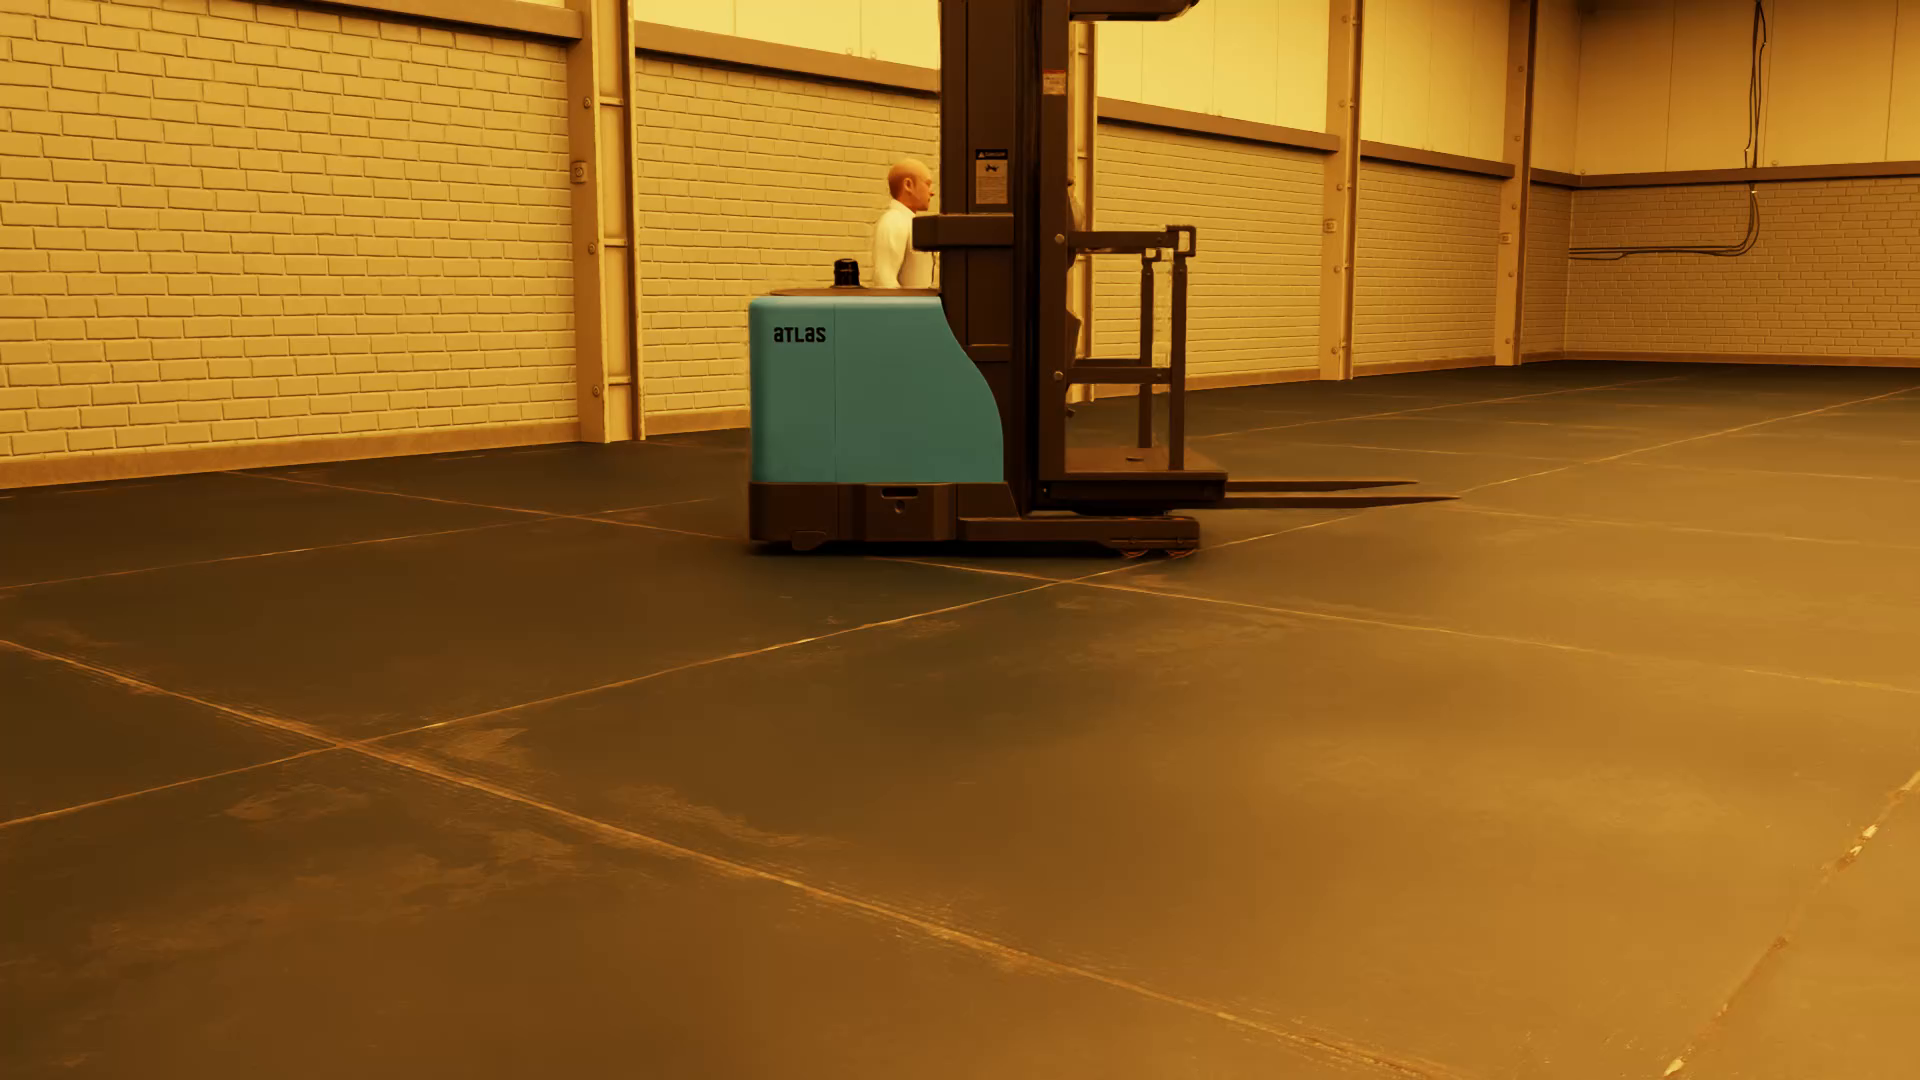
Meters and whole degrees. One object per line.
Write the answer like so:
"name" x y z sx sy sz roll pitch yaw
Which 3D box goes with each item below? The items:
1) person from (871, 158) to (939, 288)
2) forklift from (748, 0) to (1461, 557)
"person" -0.038 -0.962 8.071 0.825 1.748 0.880 0 8 3
"forklift" 0.621 -1.455 7.224 3.031 2.935 1.130 0 8 -1
